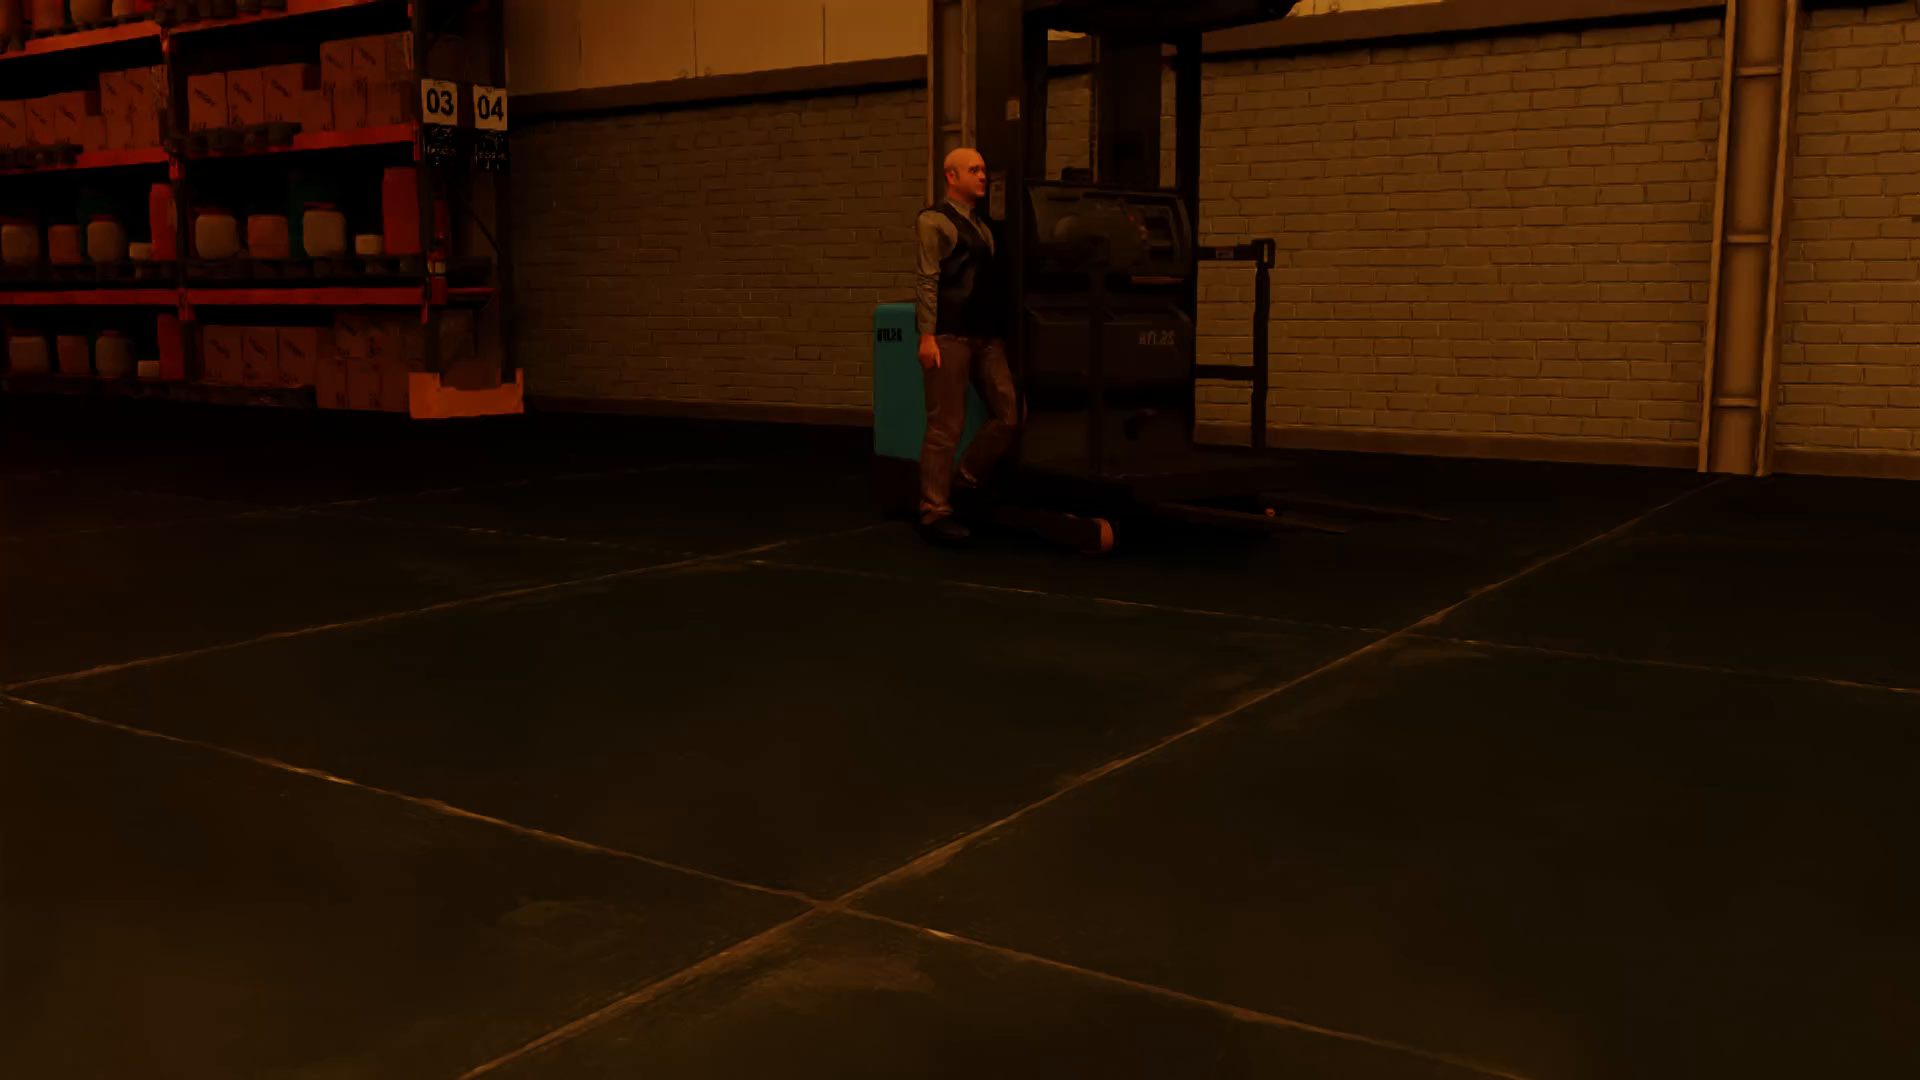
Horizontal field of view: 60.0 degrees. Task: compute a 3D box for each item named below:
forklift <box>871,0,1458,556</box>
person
[{"bbox_3d":[0.820,-1.458,7.448,1.130,2.935,3.031,-6,10,-36],"label":"forklift"},{"bbox_3d":[0.050,-0.876,7.448,0.455,1.729,0.529,5,10,34],"label":"person"}]
